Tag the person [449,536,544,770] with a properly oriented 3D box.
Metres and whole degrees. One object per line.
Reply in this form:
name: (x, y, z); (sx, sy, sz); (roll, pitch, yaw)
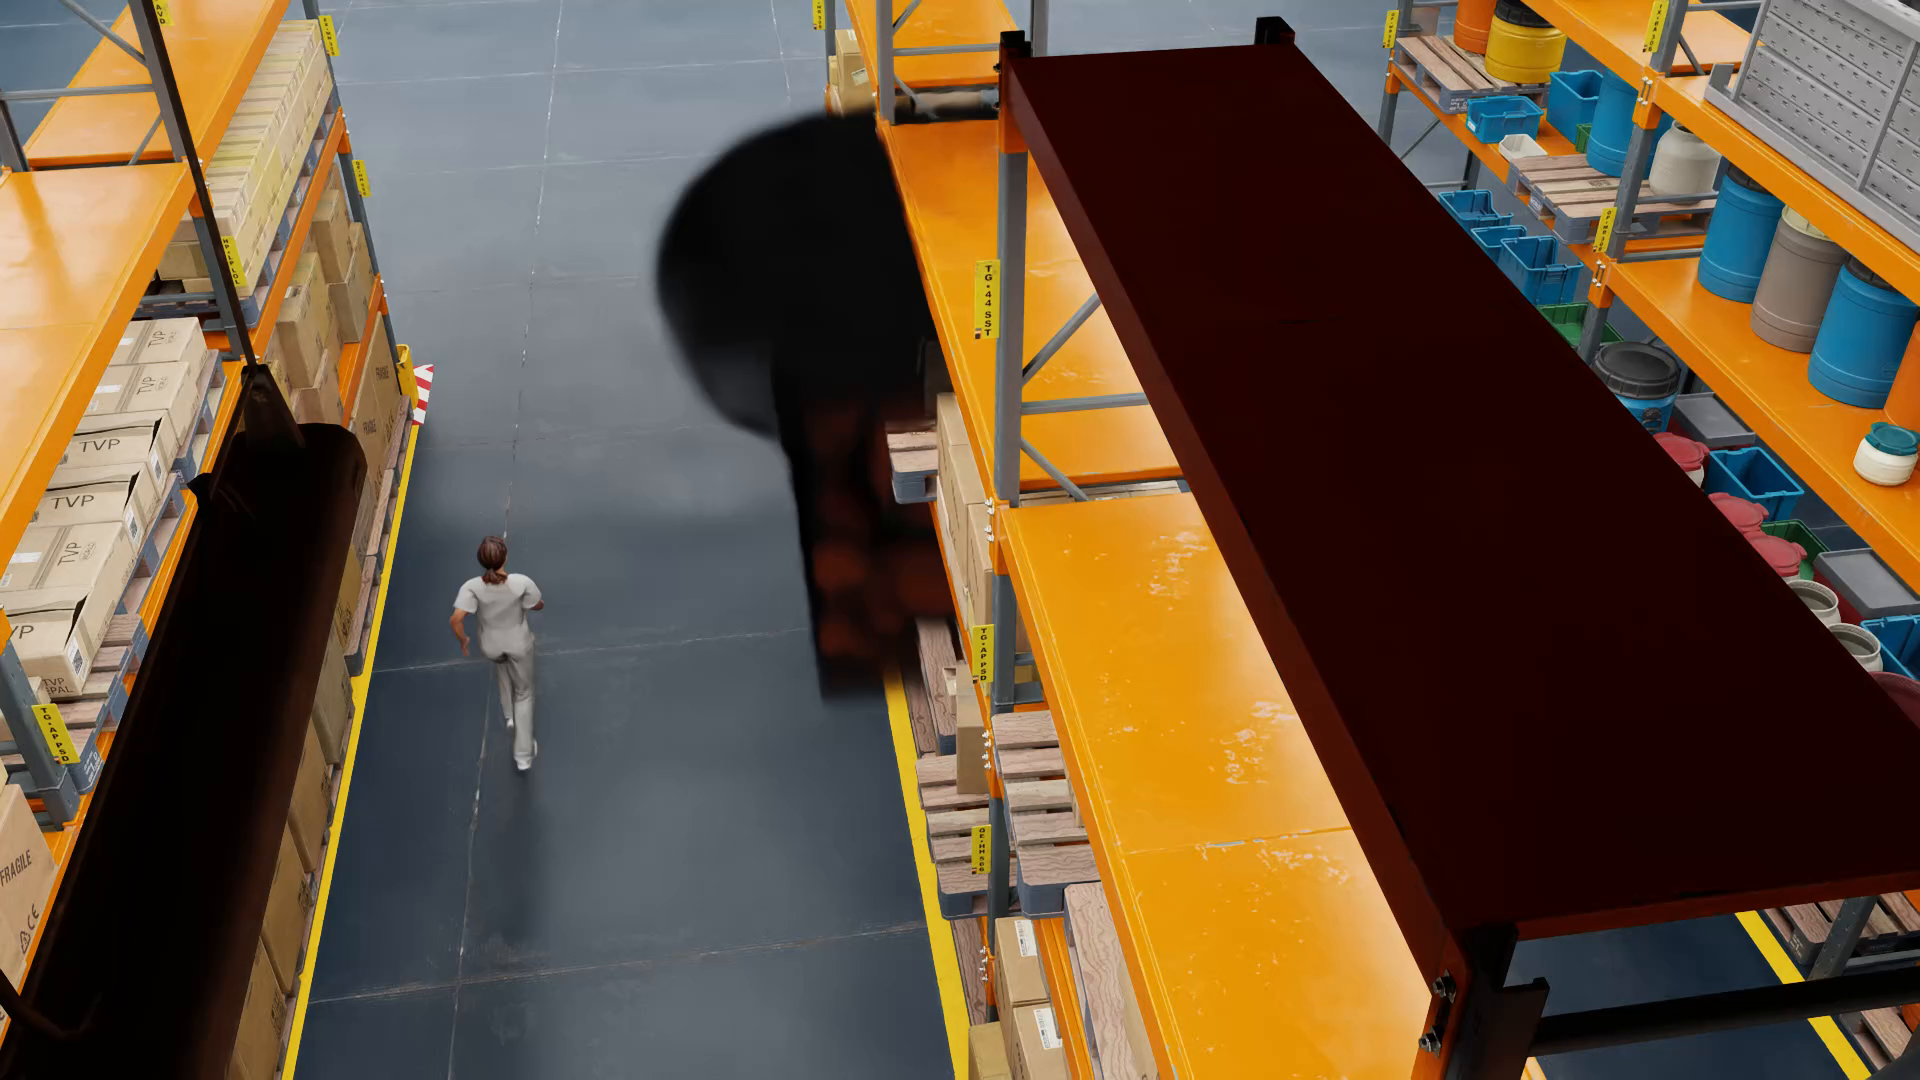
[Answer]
person: (-2.956, 0.696, 10.836); (0.542, 1.687, 0.793); (-3, 36, -4)
